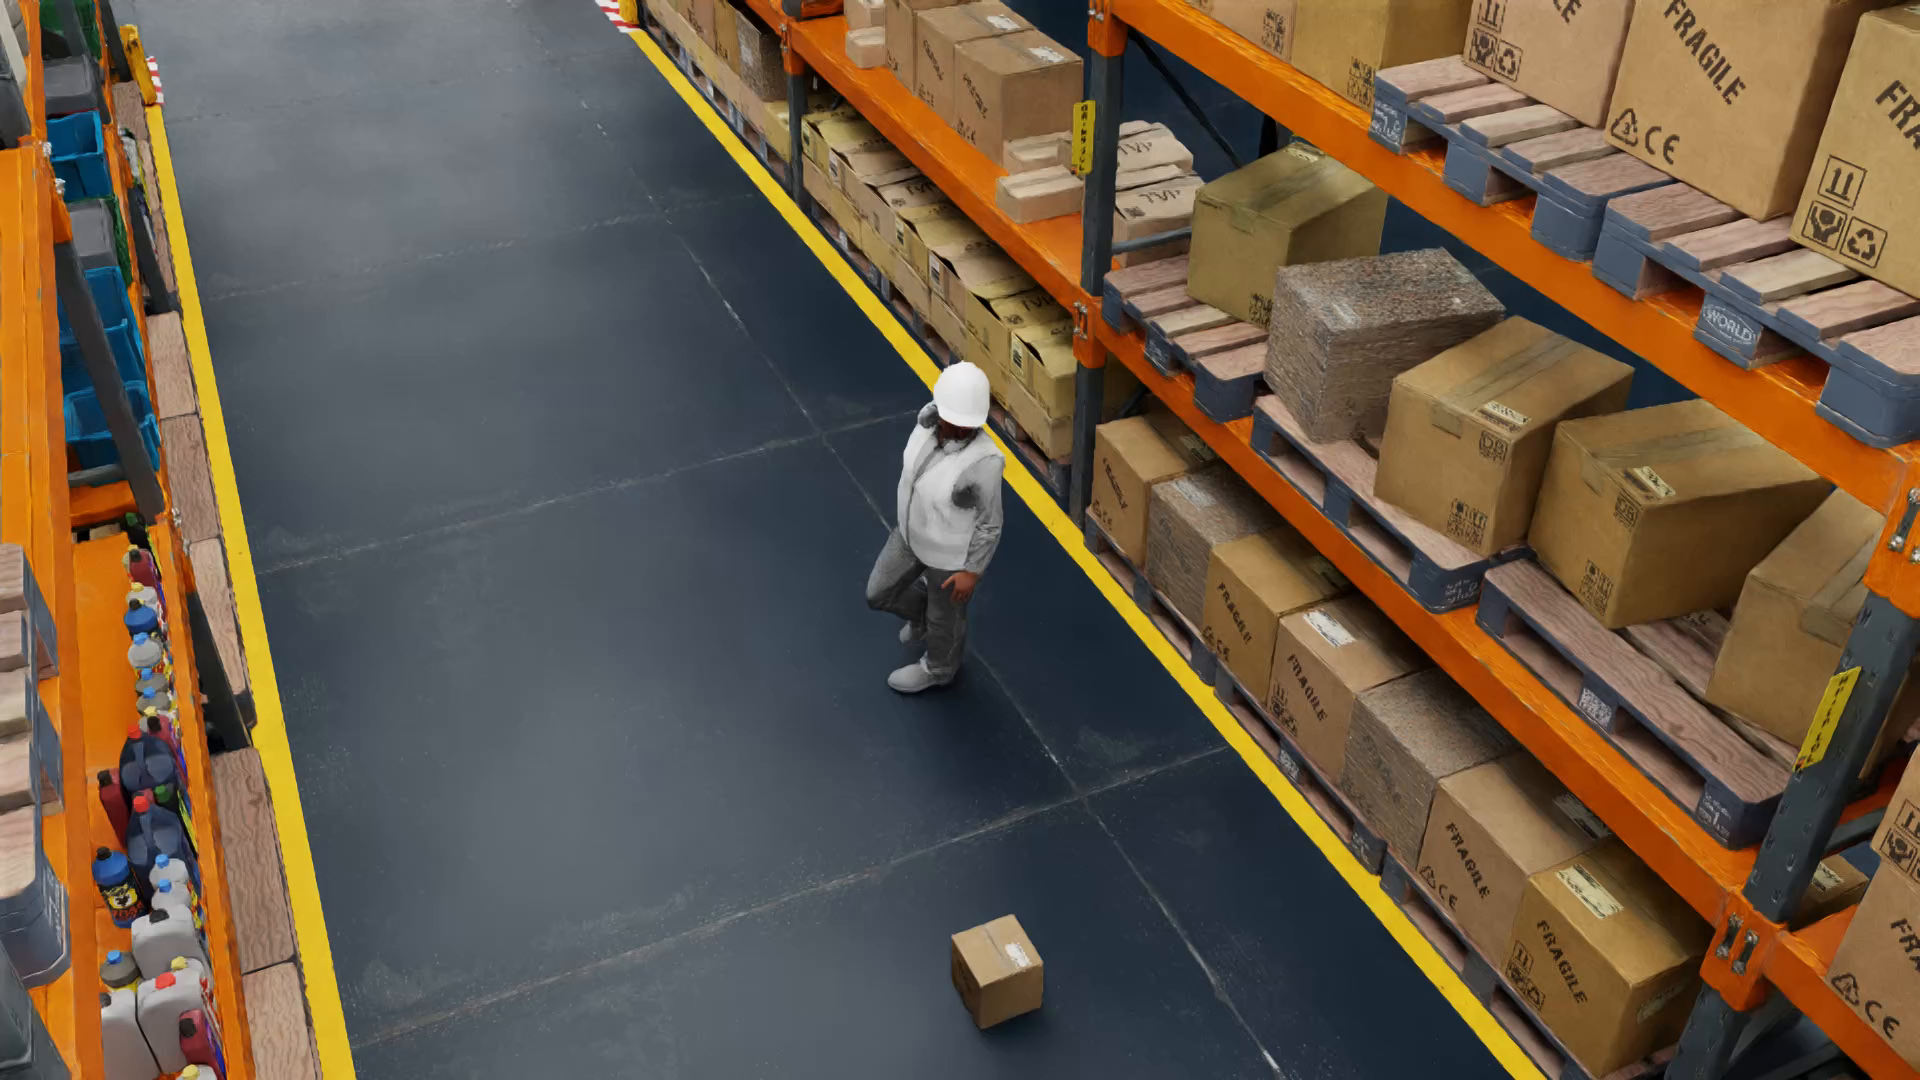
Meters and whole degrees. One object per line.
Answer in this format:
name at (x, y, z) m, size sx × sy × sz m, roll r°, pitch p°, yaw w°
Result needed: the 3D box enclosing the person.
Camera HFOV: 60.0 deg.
person at (-0.132, -0.012, 6.840) m, size 0.448 × 1.765 × 0.729 m, roll -20°, pitch 41°, yaw -24°
